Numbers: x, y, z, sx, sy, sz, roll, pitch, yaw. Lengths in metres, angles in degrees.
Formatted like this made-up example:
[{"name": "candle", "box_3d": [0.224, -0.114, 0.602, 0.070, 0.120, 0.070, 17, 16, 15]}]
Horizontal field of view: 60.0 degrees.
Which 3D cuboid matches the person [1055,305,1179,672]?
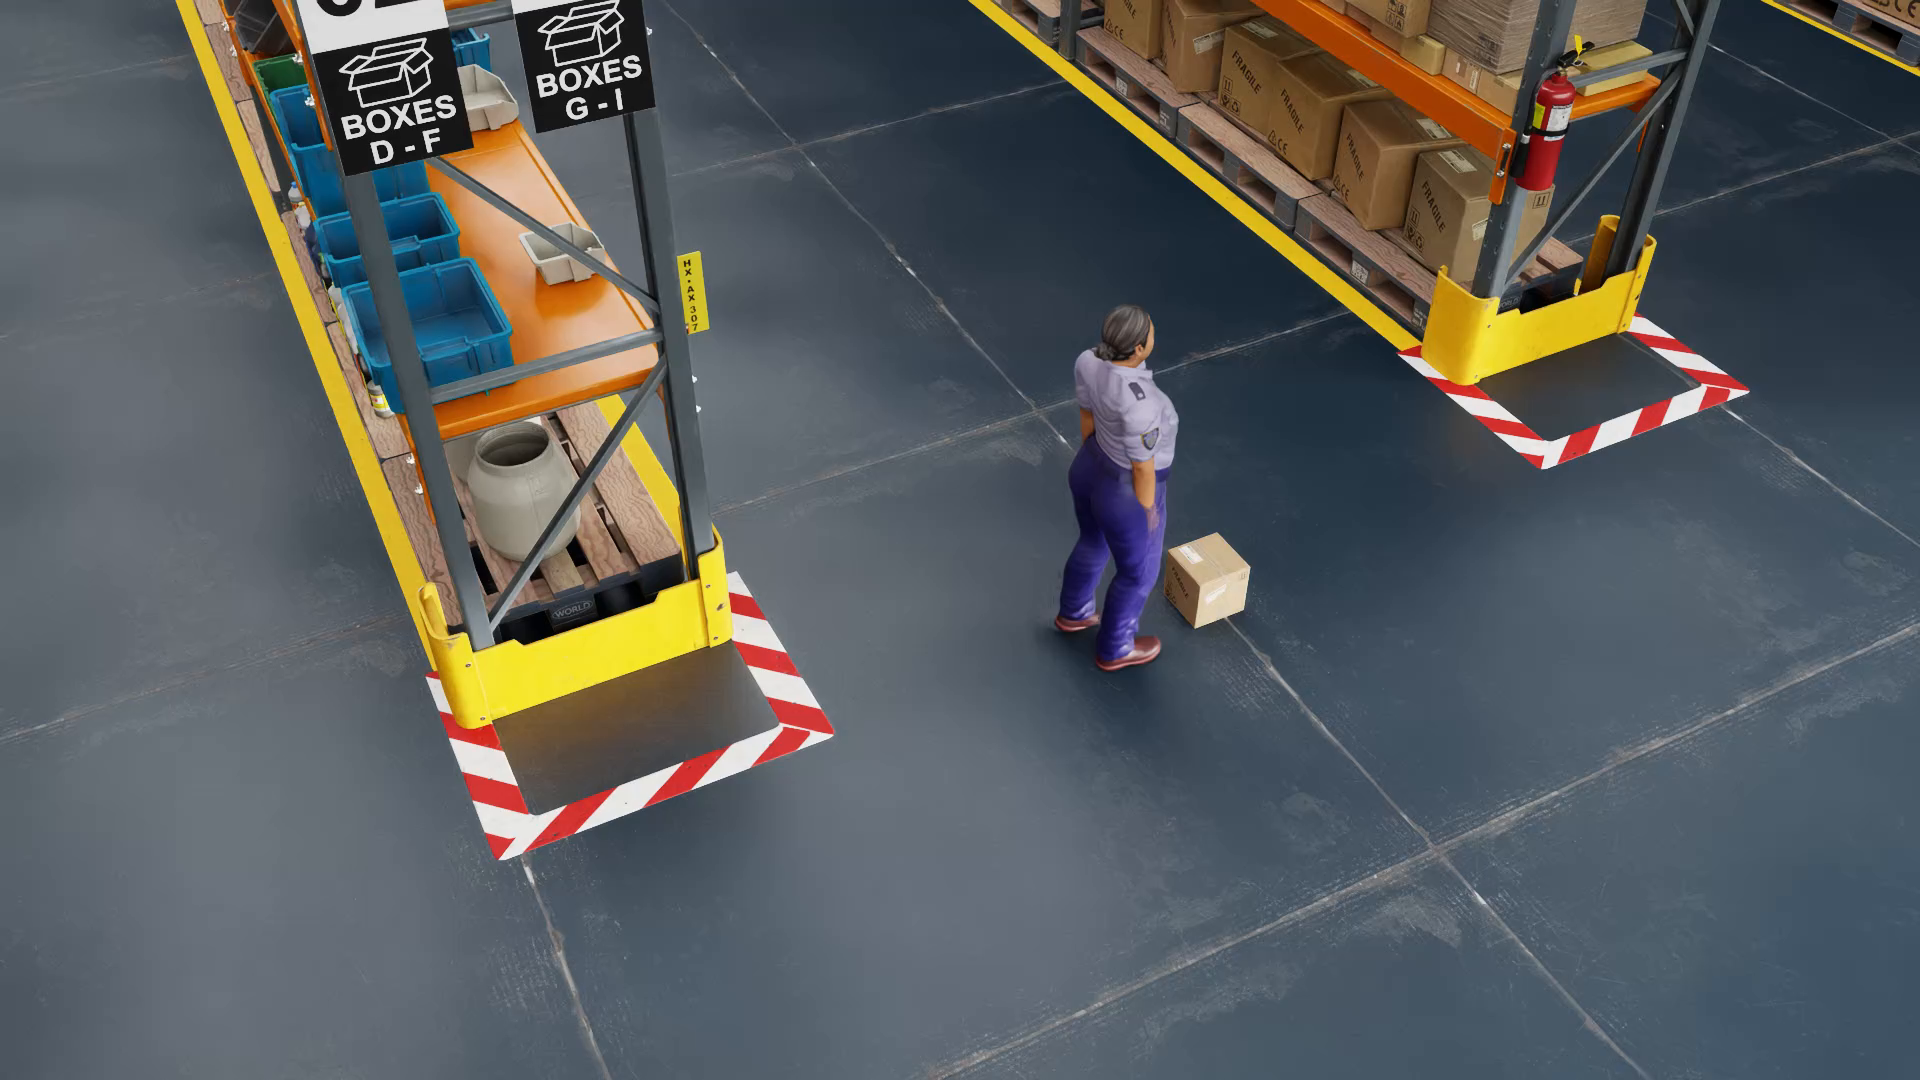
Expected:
[{"name": "person", "box_3d": [0.612, -0.195, 6.425, 0.354, 1.685, 0.467, -18, 45, -19]}]
